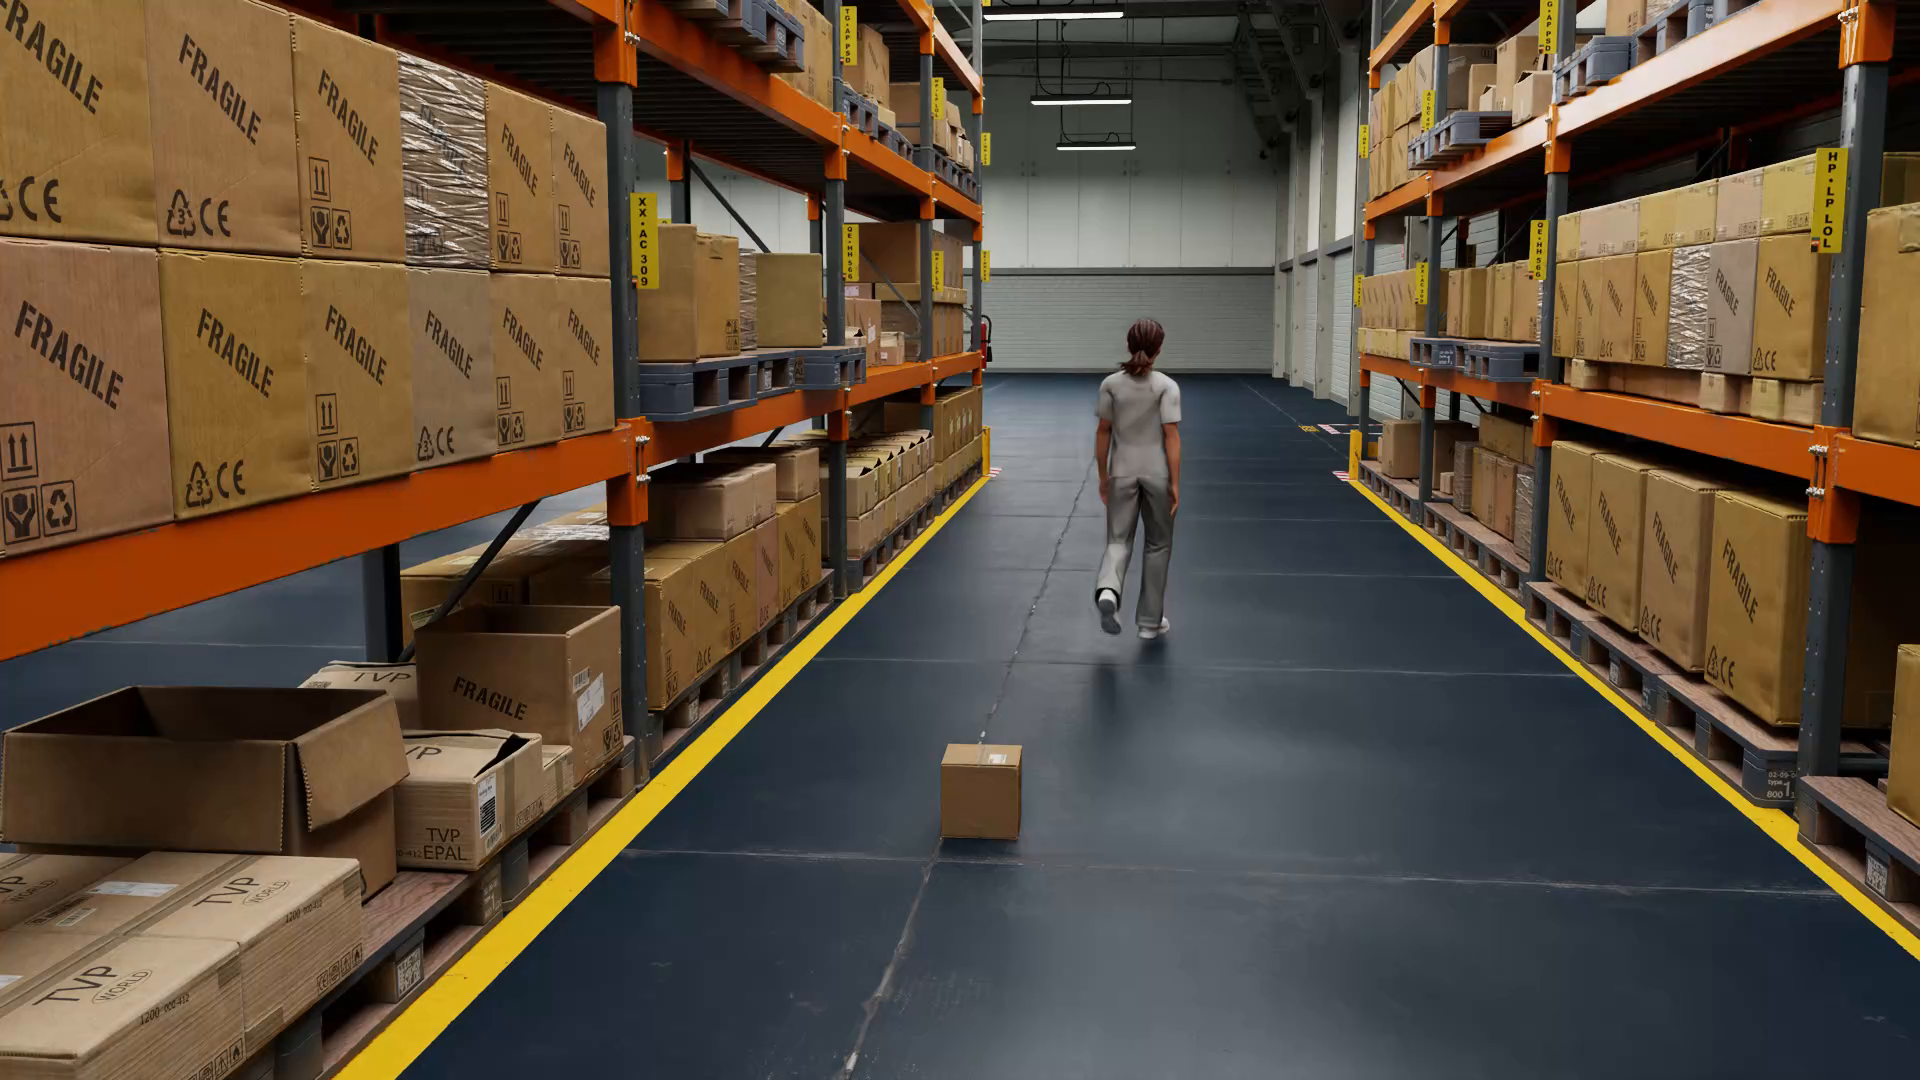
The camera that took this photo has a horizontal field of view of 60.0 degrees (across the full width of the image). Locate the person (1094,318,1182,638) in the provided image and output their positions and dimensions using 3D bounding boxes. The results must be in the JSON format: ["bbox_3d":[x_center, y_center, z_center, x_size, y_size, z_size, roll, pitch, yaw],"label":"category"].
[{"bbox_3d":[0.897,-0.291,8.397,0.450,1.641,0.786,3,8,19],"label":"person"}]
